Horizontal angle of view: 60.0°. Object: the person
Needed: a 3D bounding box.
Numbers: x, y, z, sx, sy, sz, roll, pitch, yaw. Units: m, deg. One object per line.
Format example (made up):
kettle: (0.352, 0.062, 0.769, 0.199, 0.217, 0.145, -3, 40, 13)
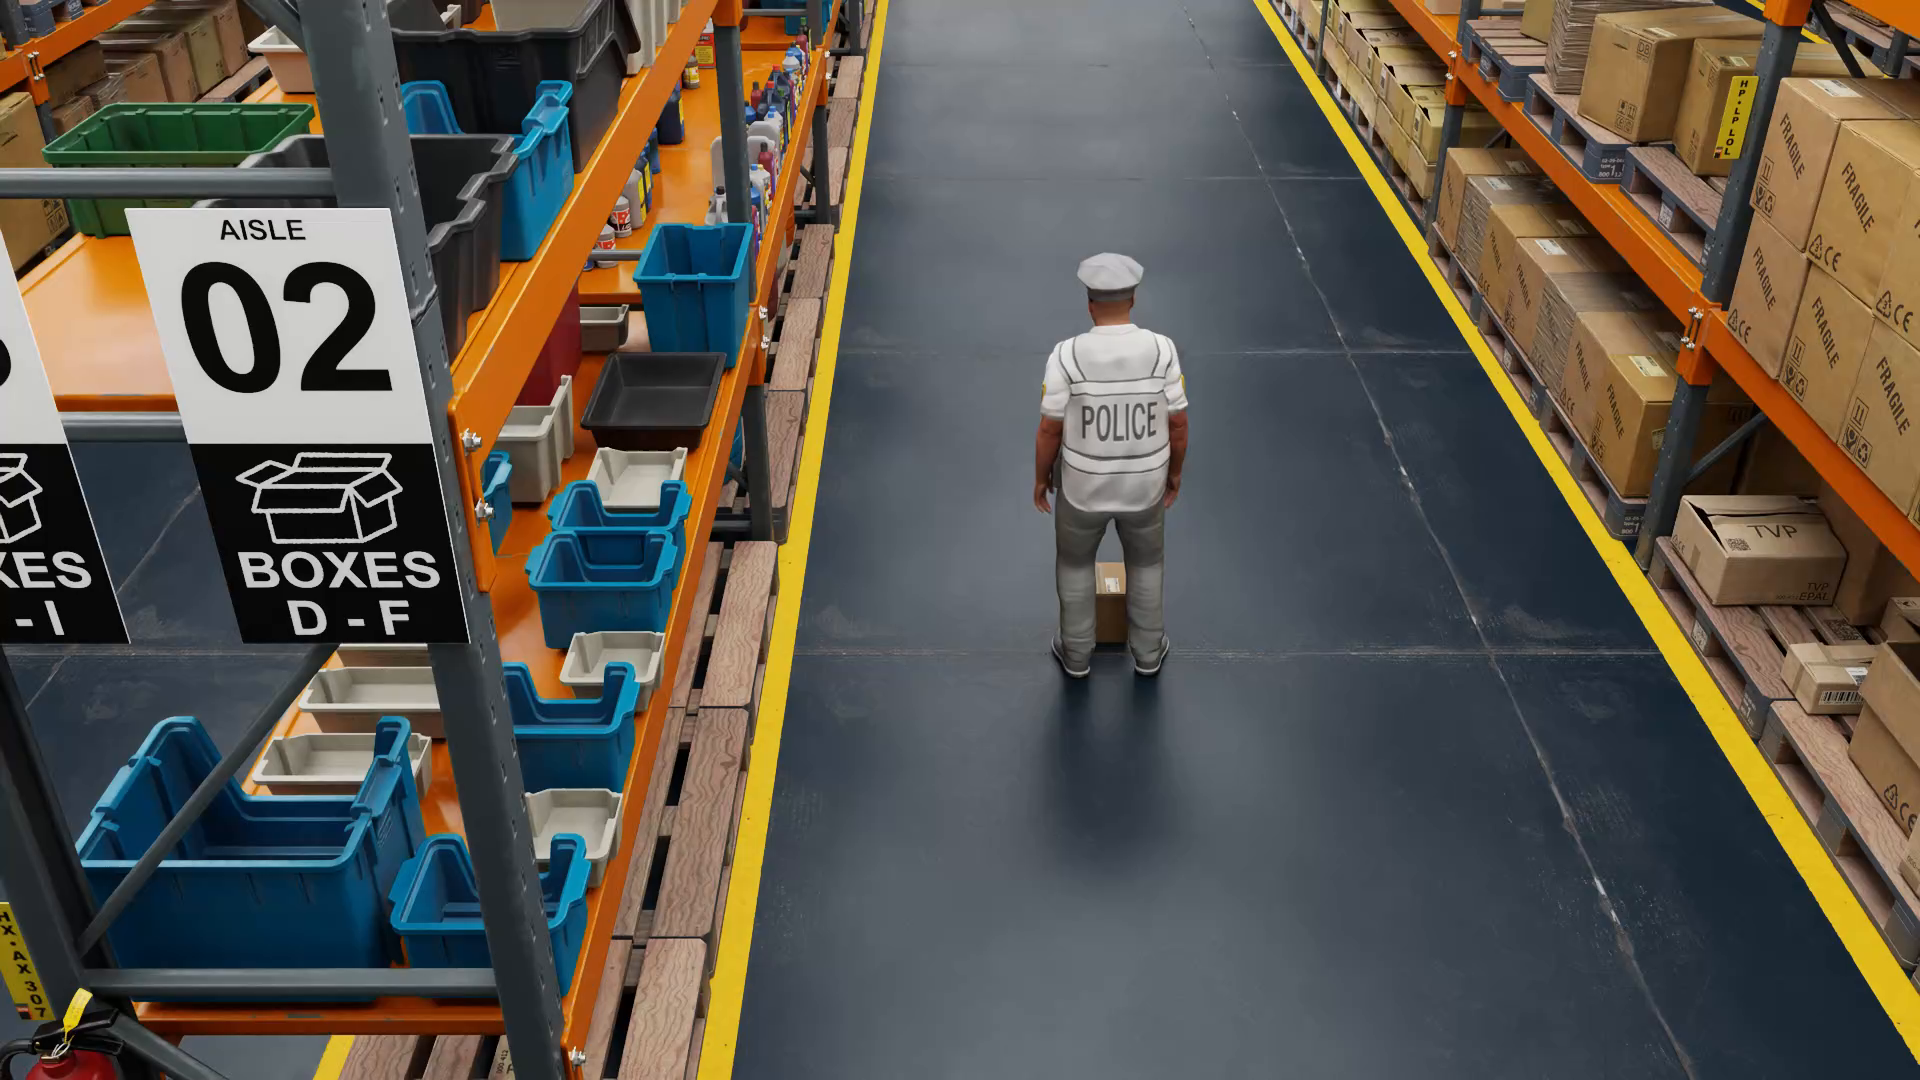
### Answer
person: (0.591, -0.230, 6.503, 0.606, 1.750, 0.431, -2, 31, -3)
